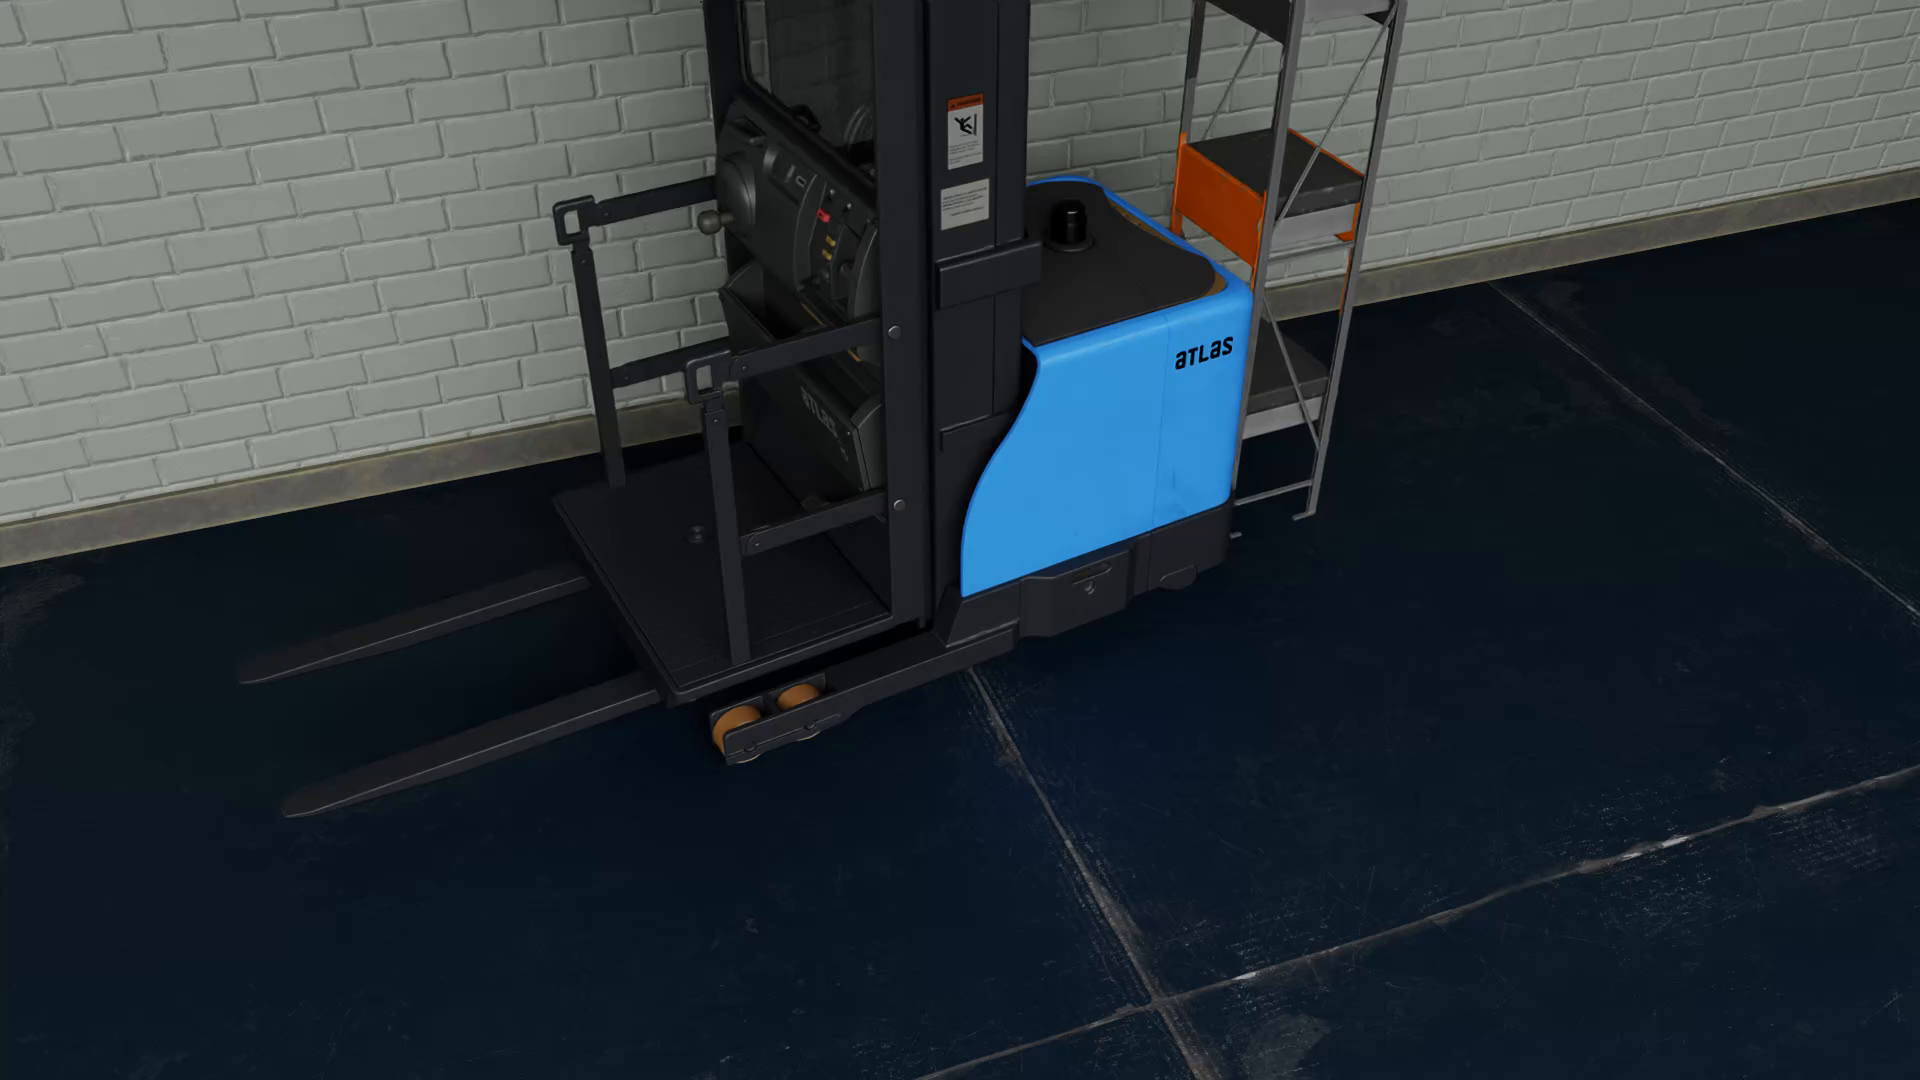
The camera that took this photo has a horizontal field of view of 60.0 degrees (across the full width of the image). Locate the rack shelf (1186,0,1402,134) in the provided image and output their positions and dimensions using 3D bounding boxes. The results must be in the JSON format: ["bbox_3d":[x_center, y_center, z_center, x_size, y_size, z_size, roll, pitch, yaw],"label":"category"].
[{"bbox_3d":[1.000,-1.573,4.944,0.431,0.518,0.480,-15,40,-21],"label":"rack shelf"}]

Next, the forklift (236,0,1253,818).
[{"bbox_3d":[-0.638,-0.882,4.485,3.031,2.935,1.130,-19,41,-23],"label":"forklift"}]

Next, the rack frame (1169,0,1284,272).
[{"bbox_3d":[0.879,-1.154,5.527,0.400,2.100,0.015,-15,40,-21],"label":"rack frame"}]

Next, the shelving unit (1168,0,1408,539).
[{"bbox_3d":[0.985,-1.022,5.352,0.431,2.100,0.503,-15,40,-21],"label":"shelving unit"}]

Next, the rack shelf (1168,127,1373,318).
[{"bbox_3d":[0.985,-1.011,5.360,0.431,0.518,0.480,-15,40,-21],"label":"rack shelf"}]

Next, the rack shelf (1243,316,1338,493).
[{"bbox_3d":[0.971,-0.448,5.776,0.431,0.518,0.480,-15,40,-21],"label":"rack shelf"}]

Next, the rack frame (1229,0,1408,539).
[{"bbox_3d":[1.092,-0.889,5.177,0.400,2.100,0.015,-15,40,-21],"label":"rack frame"}]
